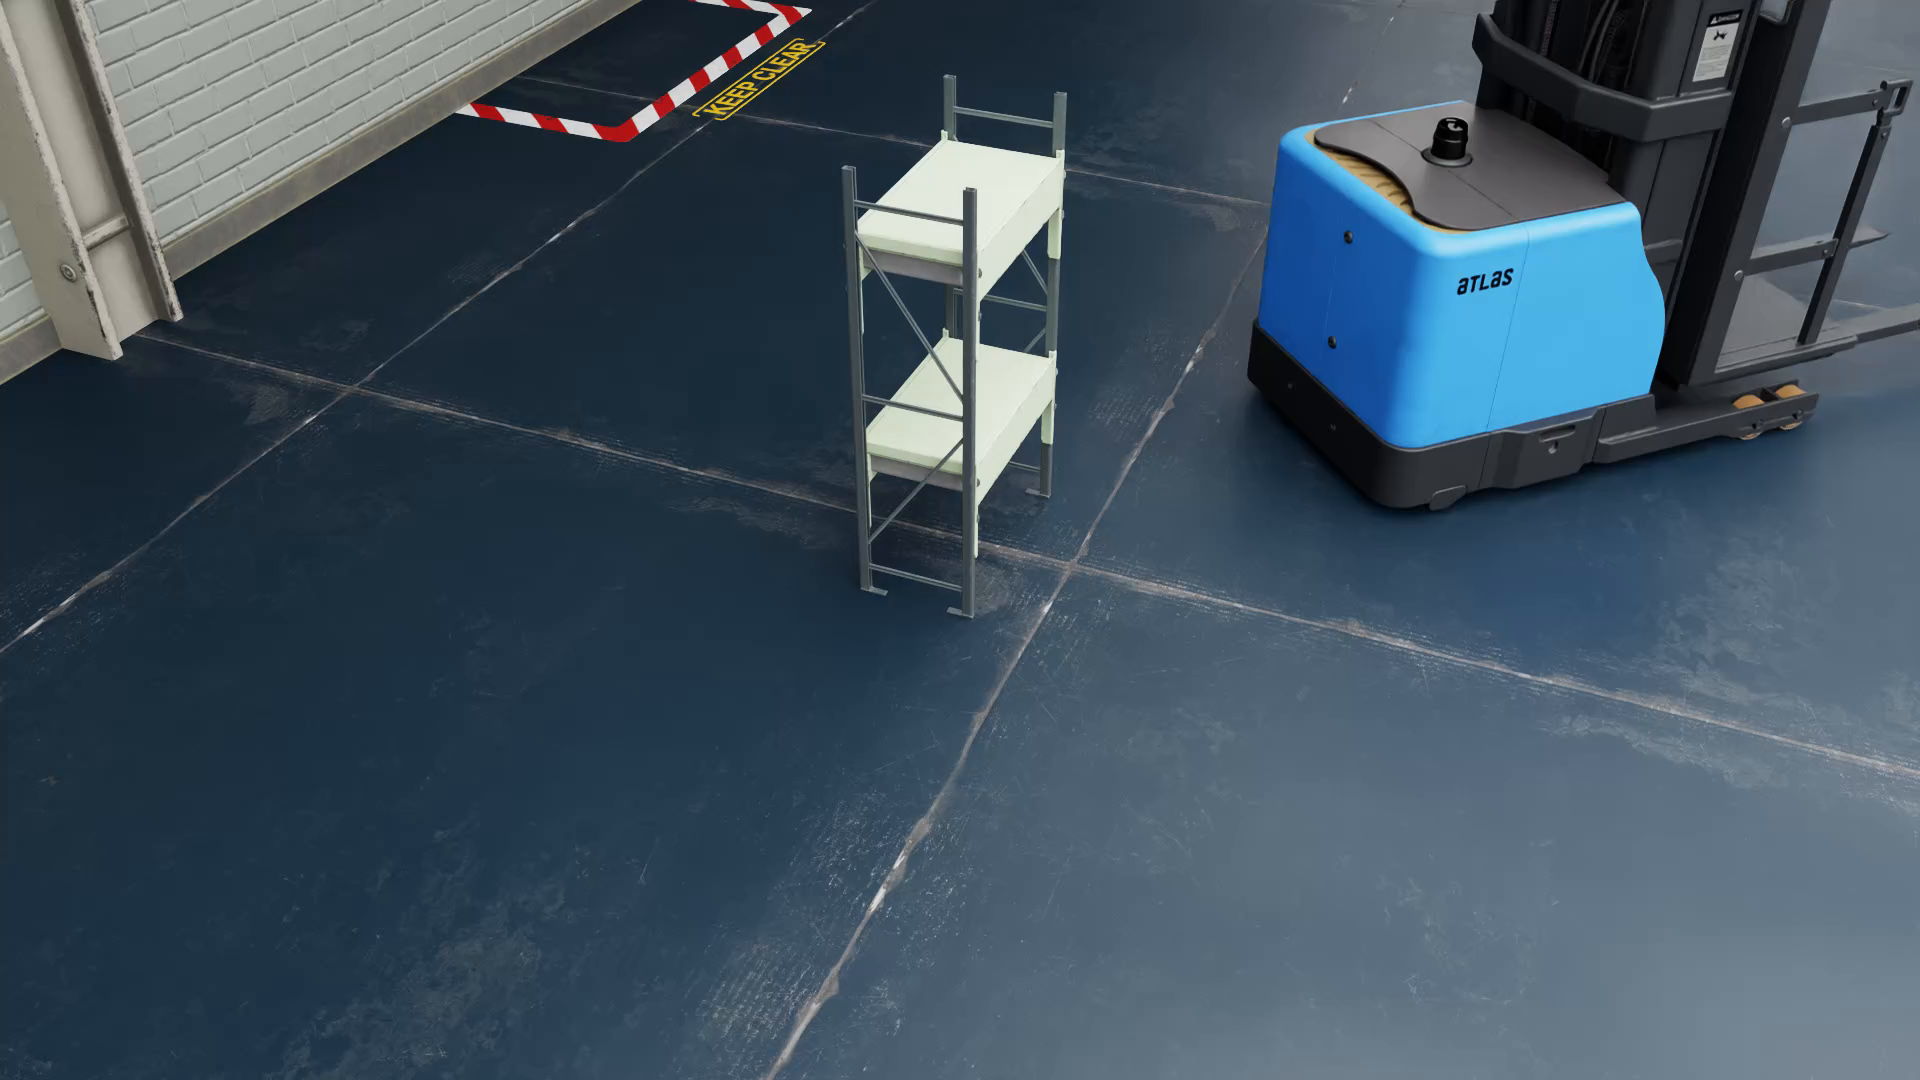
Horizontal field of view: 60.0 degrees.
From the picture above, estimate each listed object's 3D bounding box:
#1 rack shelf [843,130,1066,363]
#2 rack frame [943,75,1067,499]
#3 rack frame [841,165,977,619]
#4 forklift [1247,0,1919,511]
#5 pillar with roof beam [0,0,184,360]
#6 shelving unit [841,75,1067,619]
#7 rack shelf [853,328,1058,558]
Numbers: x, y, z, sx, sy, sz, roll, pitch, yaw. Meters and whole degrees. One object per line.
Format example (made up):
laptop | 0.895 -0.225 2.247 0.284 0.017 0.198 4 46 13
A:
rack shelf | -0.003 -0.910 5.062 0.431 0.370 0.720 14 39 18
rack frame | 0.137 -0.800 5.567 0.400 1.500 0.023 14 39 18
rack frame | -0.142 -0.394 5.025 0.400 1.500 0.023 14 39 18
forklift | 2.690 -1.831 5.751 3.031 2.935 1.130 -13 39 -17
pillar with roof beam | 0.494 -3.494 2.908 9.100 9.000 0.400 14 39 18
shelving unit | -0.003 -0.597 5.296 0.431 1.500 0.755 14 39 18
rack shelf | -0.003 -0.336 5.491 0.431 0.370 0.720 14 39 18
